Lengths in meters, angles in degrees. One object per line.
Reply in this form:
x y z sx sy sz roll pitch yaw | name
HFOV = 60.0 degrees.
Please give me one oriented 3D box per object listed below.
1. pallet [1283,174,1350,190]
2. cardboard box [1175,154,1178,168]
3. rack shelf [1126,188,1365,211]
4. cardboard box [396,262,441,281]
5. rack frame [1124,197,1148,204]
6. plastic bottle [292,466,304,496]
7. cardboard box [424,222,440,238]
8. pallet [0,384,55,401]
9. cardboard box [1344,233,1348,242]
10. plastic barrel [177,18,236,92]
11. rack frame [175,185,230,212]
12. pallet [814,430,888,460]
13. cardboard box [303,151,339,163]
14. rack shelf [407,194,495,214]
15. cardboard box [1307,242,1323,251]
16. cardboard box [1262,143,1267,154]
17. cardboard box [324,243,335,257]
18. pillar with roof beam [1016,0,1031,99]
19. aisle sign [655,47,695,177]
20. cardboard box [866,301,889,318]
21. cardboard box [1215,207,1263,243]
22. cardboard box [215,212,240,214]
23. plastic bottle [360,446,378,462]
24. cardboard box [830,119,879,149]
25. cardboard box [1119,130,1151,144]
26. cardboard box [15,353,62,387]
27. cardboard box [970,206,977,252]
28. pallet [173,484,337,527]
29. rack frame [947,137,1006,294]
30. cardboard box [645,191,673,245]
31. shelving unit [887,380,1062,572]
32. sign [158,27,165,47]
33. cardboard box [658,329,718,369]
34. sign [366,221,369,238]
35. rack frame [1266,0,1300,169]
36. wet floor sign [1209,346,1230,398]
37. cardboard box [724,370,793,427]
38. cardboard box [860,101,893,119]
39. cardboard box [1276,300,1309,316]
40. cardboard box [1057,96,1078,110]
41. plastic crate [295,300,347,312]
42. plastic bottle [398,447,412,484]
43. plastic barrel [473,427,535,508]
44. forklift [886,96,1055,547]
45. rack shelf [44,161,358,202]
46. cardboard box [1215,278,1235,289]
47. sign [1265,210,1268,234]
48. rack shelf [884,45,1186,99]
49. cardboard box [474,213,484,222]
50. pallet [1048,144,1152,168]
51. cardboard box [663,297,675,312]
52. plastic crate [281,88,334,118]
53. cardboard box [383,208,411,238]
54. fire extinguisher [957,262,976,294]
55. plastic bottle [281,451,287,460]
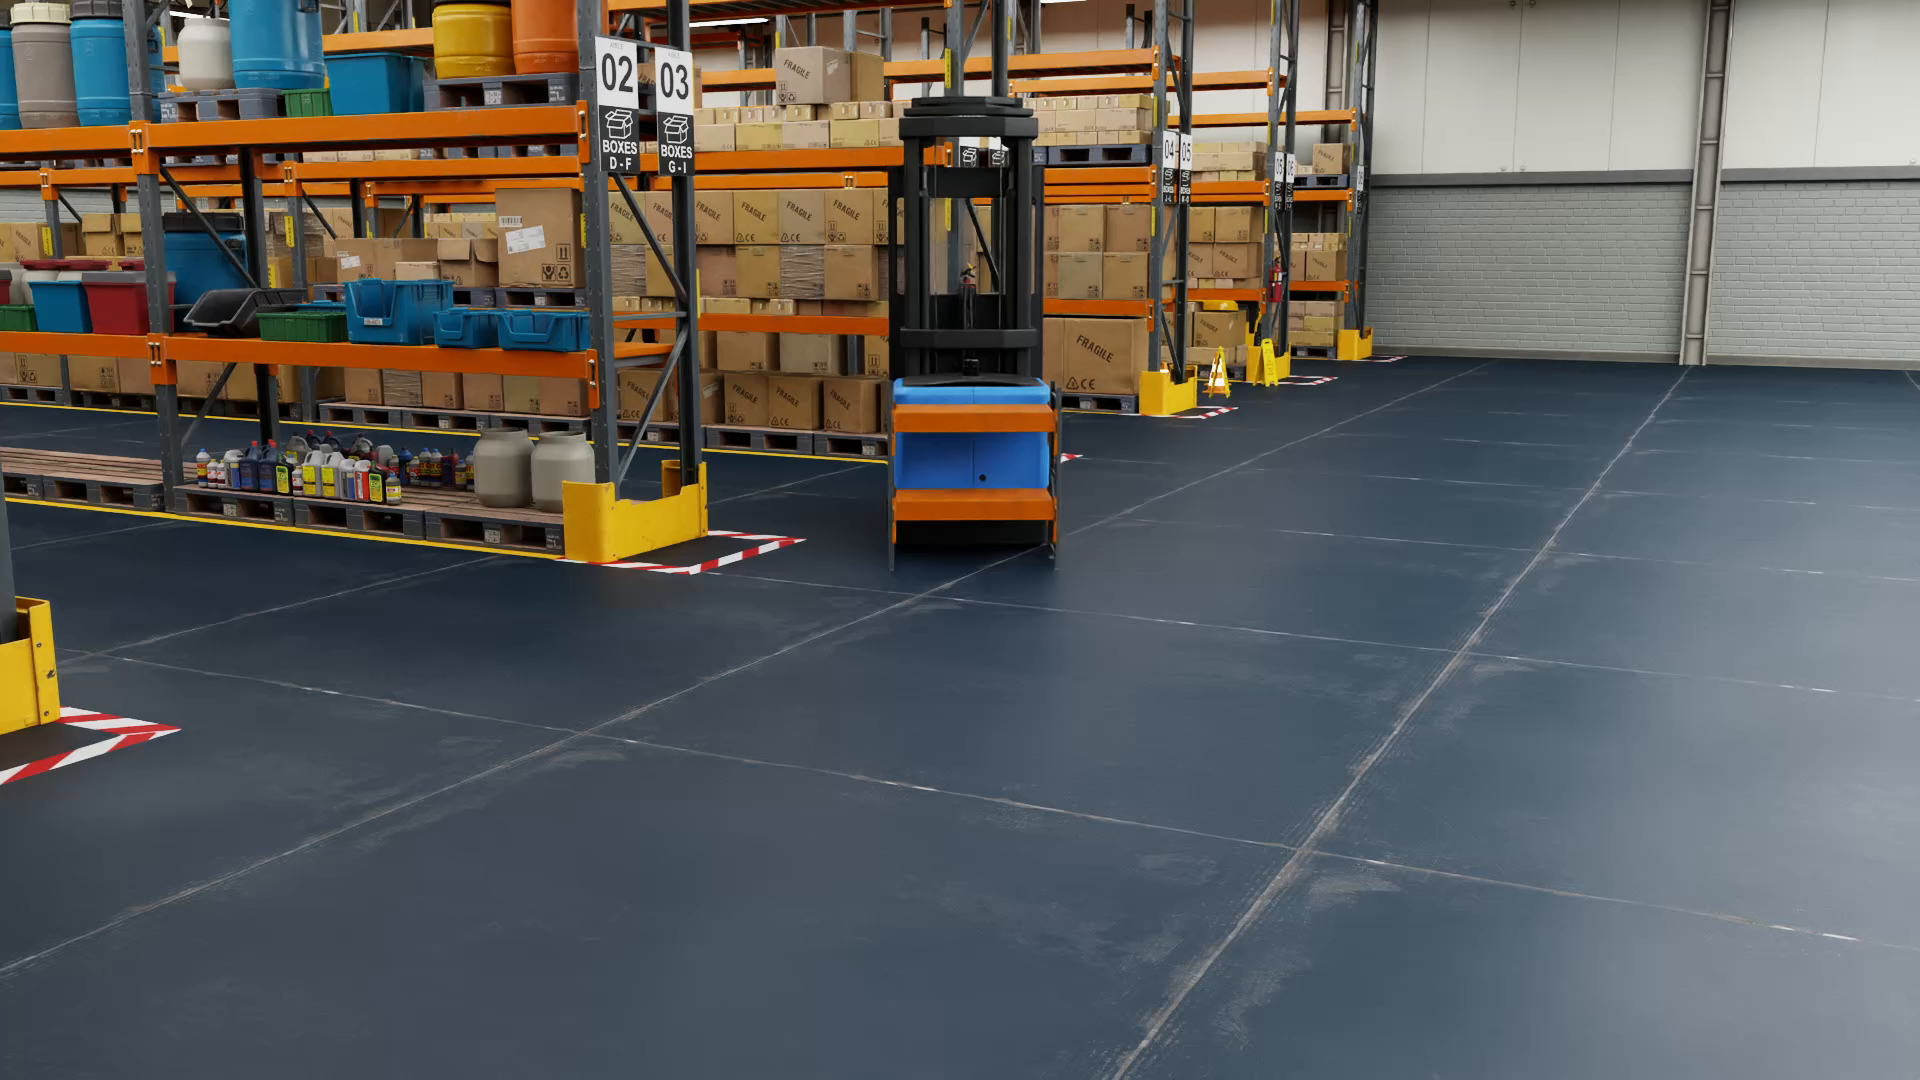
6.115 -6.095 28.310 1.213 0.211 1.003 5 11 26 | pallet
3.049 -5.435 24.003 0.500 0.250 0.500 5 12 27 | cardboard box
4.944 -5.882 28.906 4.000 0.370 1.077 5 11 26 | rack shelf
-5.613 -2.821 17.638 0.500 0.250 0.500 5 11 24 | cardboard box
3.151 -4.918 29.980 0.127 3.000 1.000 5 11 26 | rack frame
-4.666 -0.420 11.748 0.097 0.201 0.097 0 10 0 | plastic bottle
-9.499 -5.528 30.264 0.500 0.500 0.500 5 11 25 | cardboard box
-12.347 -1.969 21.515 1.213 0.211 1.003 5 11 26 | pallet
6.531 -5.178 28.480 0.250 0.149 0.380 5 11 25 | cardboard box
-5.320 -3.423 11.807 0.421 0.512 0.421 0 10 0 | plastic barrel
-11.903 -4.272 26.411 0.127 3.000 1.000 5 11 26 | rack frame
-0.621 -0.930 15.778 1.213 0.211 1.003 5 11 26 | pallet
-6.706 -4.182 17.911 0.500 0.250 0.500 5 12 27 | cardboard box
-8.010 -6.035 29.749 4.000 0.370 1.077 5 11 26 | rack shelf
6.060 -4.969 28.160 0.250 0.149 0.380 5 12 27 | cardboard box
4.316 -5.615 23.875 0.250 0.149 0.380 5 11 25 | cardboard box
-9.340 -4.186 24.822 0.500 0.500 0.500 5 11 24 | cardboard box
-0.773 -7.539 27.616 0.548 9.000 9.100 5 11 26 | pillar with roof beam
-1.838 -2.756 10.736 0.004 0.787 0.394 5 11 26 | aisle sign
-0.658 -2.124 15.248 0.250 0.149 0.380 5 11 26 | cardboard box
3.990 -4.502 23.762 0.500 0.500 0.700 5 11 24 | cardboard box
-8.246 -3.512 19.115 0.637 0.503 0.797 5 12 27 | cardboard box
-4.355 -0.555 12.266 0.133 0.283 0.061 5 11 26 | plastic bottle
-0.834 -3.665 15.058 0.500 0.250 0.500 5 11 26 | cardboard box
1.997 -4.591 18.999 0.250 0.149 0.380 5 11 26 | cardboard box
-11.158 -2.398 20.846 0.875 0.875 0.875 5 11 26 | cardboard box
0.142 -3.808 20.392 0.550 0.550 0.875 5 11 26 | cardboard box
-5.035 -0.319 12.401 1.213 0.211 1.003 5 11 26 | pallet
0.160 -2.227 15.111 0.127 3.000 1.000 5 11 26 | rack frame
-2.687 -3.114 16.092 0.500 0.500 0.500 5 11 26 | cardboard box
0.081 -0.405 10.307 1.048 1.125 0.538 0 10 -2 | shelving unit
-12.144 -7.636 25.307 0.005 0.325 0.100 5 11 26 | sign
-3.437 -2.610 22.368 0.750 0.750 1.050 5 11 27 | cardboard box
-6.783 -3.475 18.981 0.005 0.325 0.100 5 11 26 | sign
4.545 -6.762 23.322 0.127 3.000 1.000 5 11 26 | rack frame
3.347 -2.166 21.389 0.232 0.644 0.267 3 11 16 | wet floor sign
-1.978 -1.400 16.385 0.500 0.500 0.500 4 11 21 | cardboard box
-0.703 -3.841 14.907 0.250 0.149 0.380 4 11 23 | cardboard box
5.726 -3.974 28.499 0.500 0.250 0.500 5 12 27 | cardboard box
1.307 -5.044 19.262 0.250 0.149 0.380 5 12 27 | cardboard box
-4.506 -1.634 12.253 0.616 0.251 0.499 5 11 26 | plastic crate
-4.099 -0.553 12.290 0.097 0.271 0.097 0 10 0 | plastic bottle
-3.105 -0.497 11.362 0.421 0.512 0.421 0 10 0 | plastic barrel
0.031 -1.615 11.922 1.130 2.935 3.031 0 10 -2 | forklift
-8.808 -4.137 19.262 4.000 0.370 1.077 5 11 26 | rack shelf
3.838 -3.683 23.865 0.250 0.149 0.380 5 11 25 | cardboard box
4.281 -4.448 23.244 0.005 0.325 0.100 5 11 26 | sign
0.652 -5.570 19.880 4.000 0.370 1.077 5 11 26 | rack shelf
-8.451 -5.754 29.690 0.250 0.149 0.380 5 11 26 | cardboard box
1.775 -4.500 19.499 1.213 0.211 1.003 5 11 26 | pallet
-2.684 -2.298 16.211 0.250 0.149 0.380 5 11 26 | cardboard box
-4.324 -2.955 11.307 0.450 0.188 0.336 5 11 26 | plastic crate
-8.613 -4.719 24.956 0.500 0.500 0.500 5 12 27 | cardboard box
0.059 -2.106 14.662 0.183 0.674 0.296 5 11 26 | fire extinguisher
-4.895 -0.503 12.012 0.097 0.271 0.097 0 10 0 | plastic bottle
